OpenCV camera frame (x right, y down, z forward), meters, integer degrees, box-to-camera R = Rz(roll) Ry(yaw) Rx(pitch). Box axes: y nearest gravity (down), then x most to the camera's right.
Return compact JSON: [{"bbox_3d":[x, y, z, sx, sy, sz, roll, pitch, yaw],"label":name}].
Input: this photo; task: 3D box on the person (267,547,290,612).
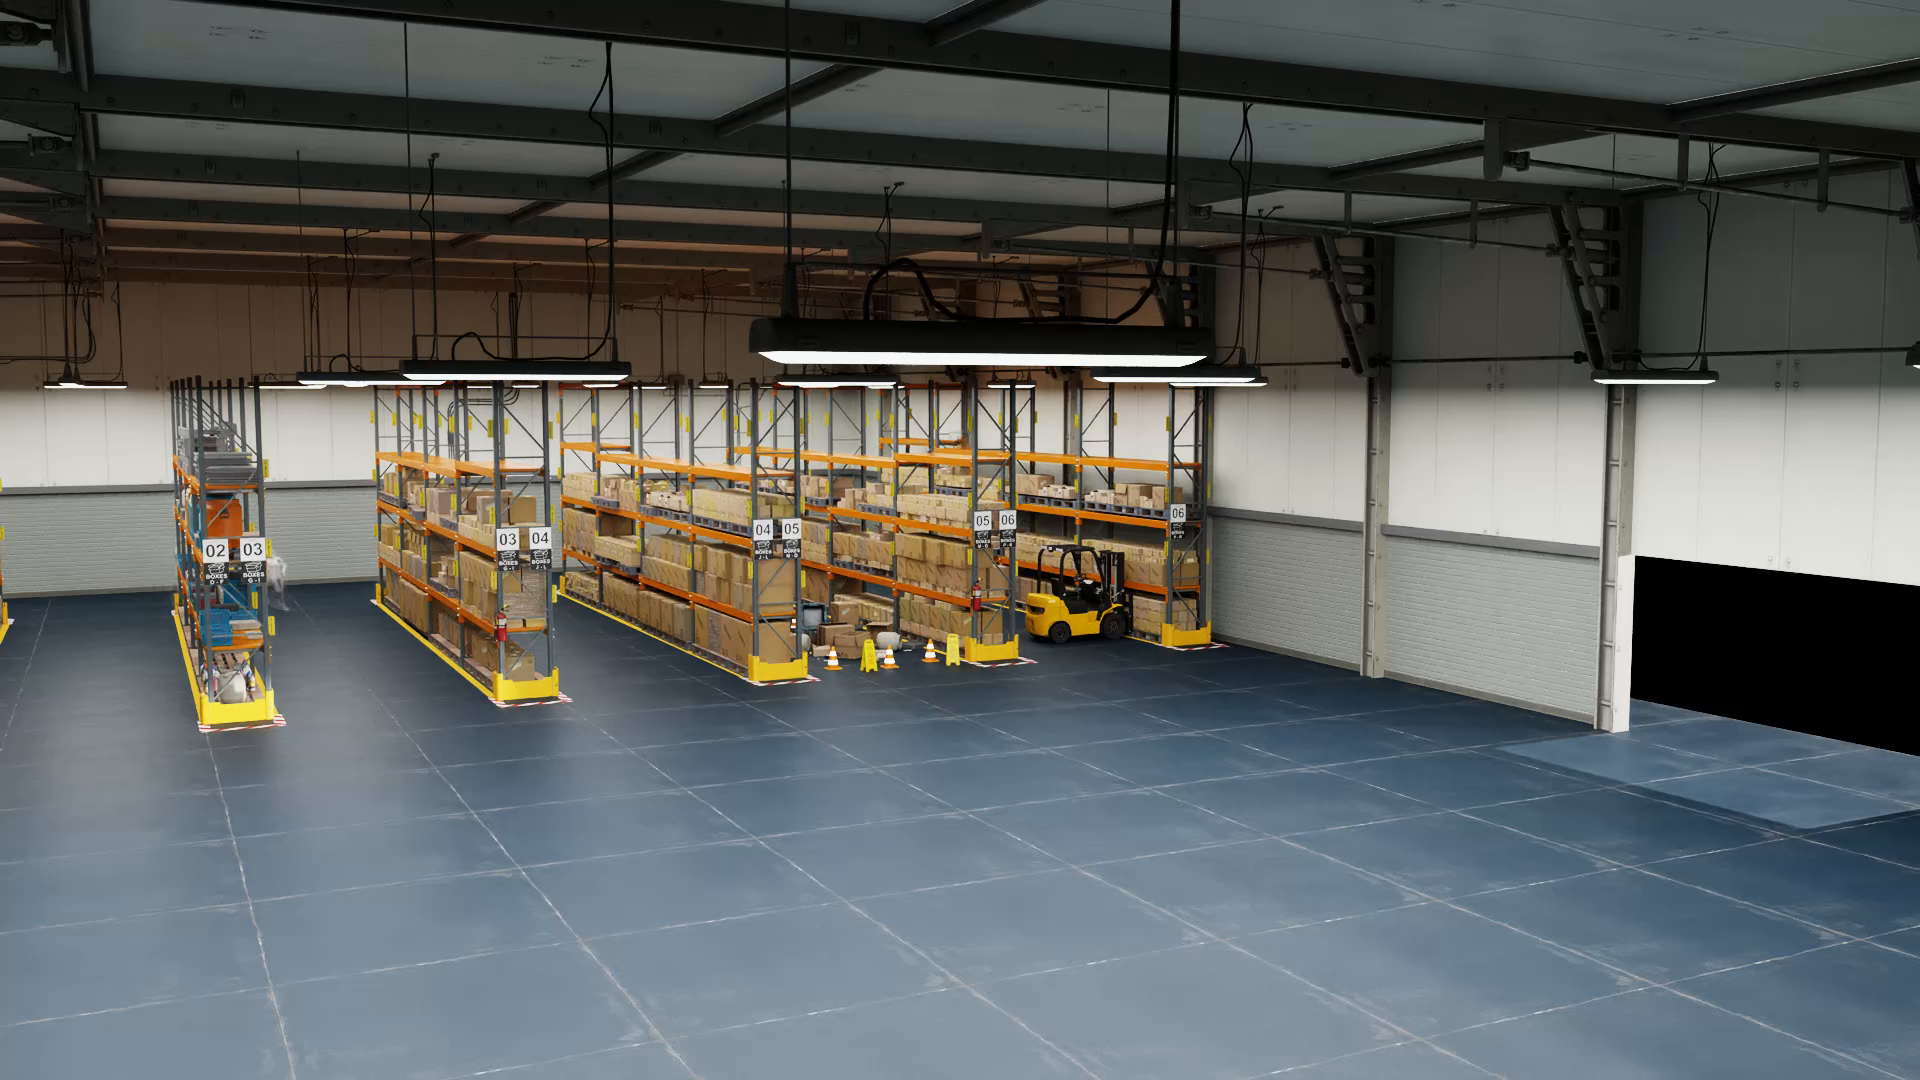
[{"bbox_3d":[-17.893,1.029,43.482,0.825,1.711,0.683,5,7,42],"label":"person"}]
